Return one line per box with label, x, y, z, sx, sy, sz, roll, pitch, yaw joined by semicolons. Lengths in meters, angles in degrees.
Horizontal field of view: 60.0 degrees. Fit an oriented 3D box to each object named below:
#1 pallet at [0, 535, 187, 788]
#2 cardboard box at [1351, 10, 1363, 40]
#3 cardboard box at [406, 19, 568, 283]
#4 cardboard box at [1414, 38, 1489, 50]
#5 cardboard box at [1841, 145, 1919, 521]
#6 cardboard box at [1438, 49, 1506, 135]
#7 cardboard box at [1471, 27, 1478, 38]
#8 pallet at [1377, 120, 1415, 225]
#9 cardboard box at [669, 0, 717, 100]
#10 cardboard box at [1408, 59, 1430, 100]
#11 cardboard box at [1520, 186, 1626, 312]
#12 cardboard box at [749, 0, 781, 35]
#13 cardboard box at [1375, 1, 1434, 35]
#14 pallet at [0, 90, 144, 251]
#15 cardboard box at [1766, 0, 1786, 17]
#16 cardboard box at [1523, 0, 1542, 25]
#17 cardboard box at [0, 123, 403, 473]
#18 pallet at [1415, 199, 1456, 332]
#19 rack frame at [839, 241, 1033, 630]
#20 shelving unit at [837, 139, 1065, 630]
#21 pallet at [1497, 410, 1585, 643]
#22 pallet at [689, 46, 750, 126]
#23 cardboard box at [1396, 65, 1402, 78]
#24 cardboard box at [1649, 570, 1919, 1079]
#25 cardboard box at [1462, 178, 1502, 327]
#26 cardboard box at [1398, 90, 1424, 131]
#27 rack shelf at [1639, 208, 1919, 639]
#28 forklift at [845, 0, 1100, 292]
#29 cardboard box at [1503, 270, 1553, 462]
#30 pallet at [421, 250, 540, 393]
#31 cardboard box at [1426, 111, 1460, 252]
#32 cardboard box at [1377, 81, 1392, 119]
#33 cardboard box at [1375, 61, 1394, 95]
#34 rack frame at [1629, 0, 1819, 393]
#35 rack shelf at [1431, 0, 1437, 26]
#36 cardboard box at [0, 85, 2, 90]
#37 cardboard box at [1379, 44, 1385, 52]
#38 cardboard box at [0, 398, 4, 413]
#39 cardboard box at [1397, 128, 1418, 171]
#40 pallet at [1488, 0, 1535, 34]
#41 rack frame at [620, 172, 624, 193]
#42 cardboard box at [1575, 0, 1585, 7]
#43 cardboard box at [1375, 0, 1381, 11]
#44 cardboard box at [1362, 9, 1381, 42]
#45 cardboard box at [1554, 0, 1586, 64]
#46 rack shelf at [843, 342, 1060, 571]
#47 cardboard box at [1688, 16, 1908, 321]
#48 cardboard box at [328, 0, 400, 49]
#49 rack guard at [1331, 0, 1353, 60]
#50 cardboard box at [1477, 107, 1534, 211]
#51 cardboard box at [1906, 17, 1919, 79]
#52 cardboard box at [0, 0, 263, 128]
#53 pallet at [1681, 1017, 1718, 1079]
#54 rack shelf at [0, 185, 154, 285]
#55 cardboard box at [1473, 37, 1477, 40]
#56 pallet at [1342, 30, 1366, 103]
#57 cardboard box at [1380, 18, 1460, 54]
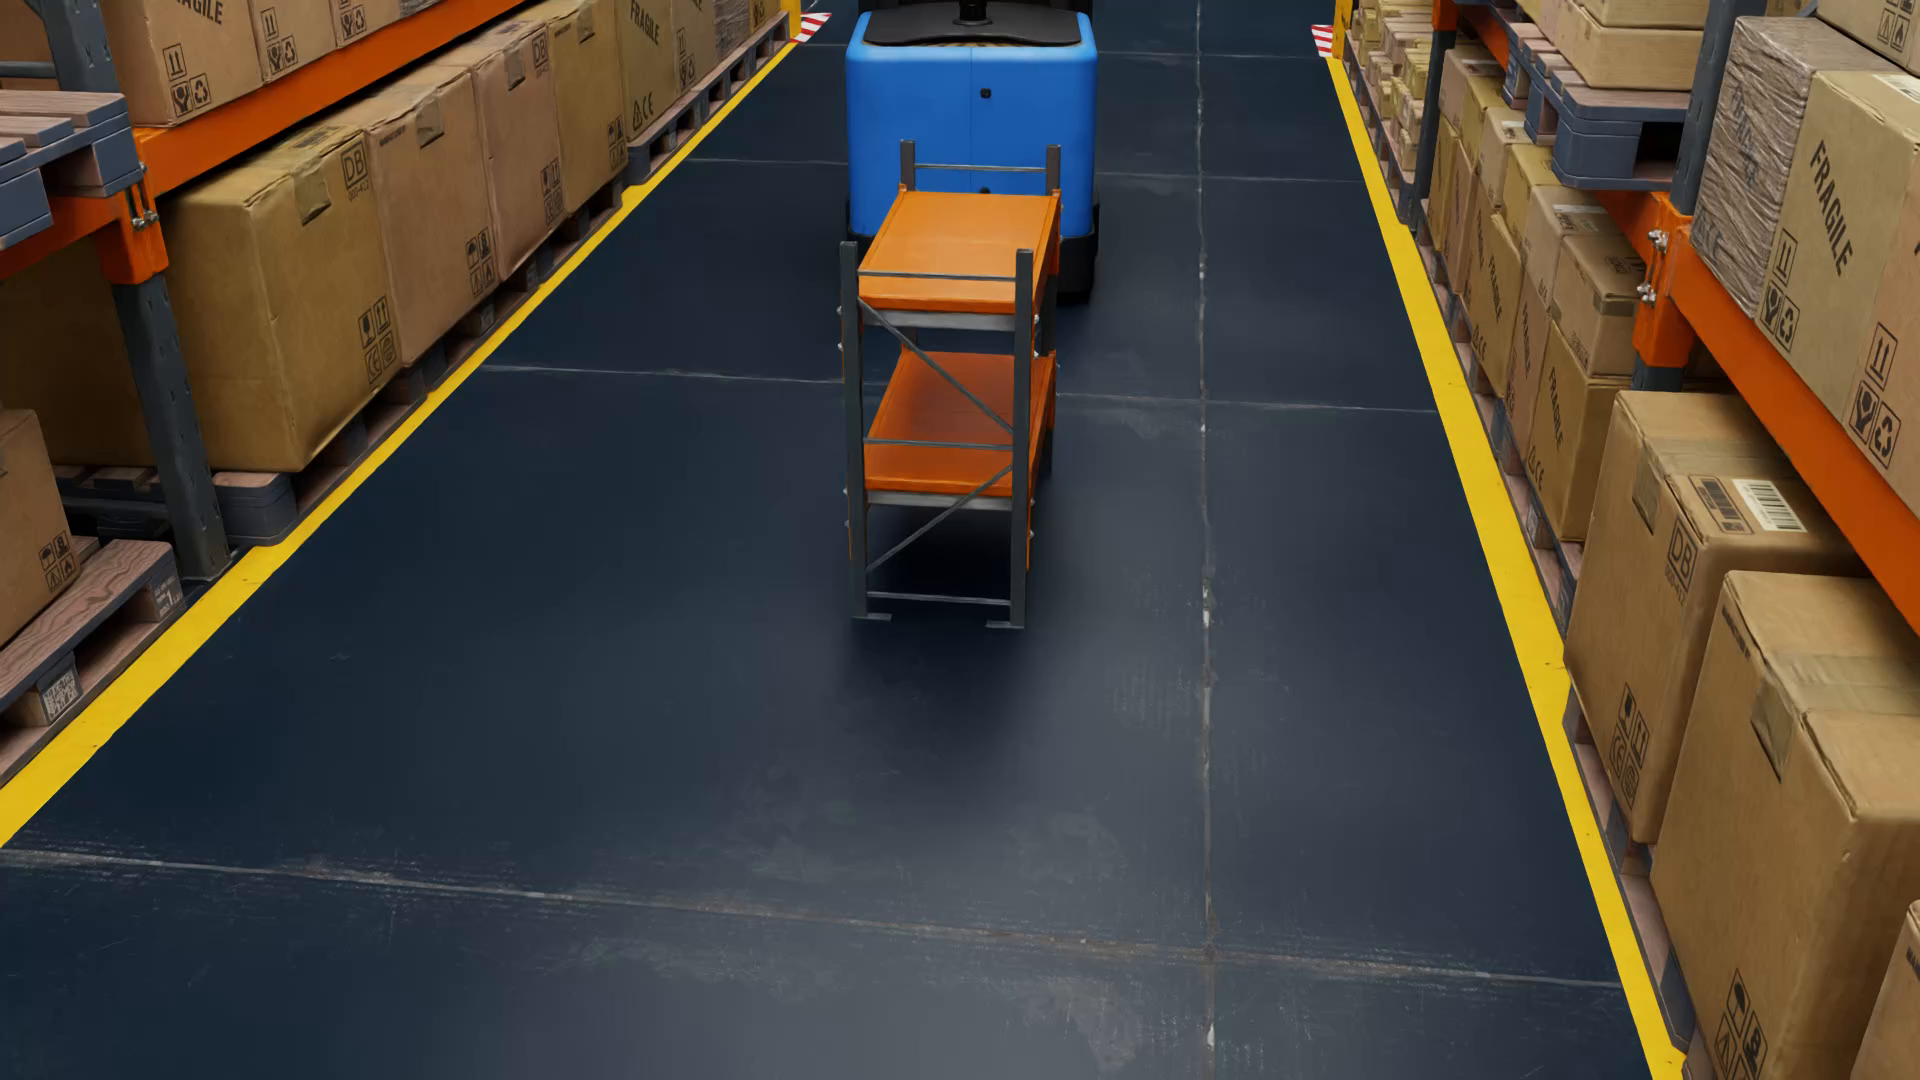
pallet;-2.831;0.352;4.374;1.003;0.211;1.213;3;28;6
cardboard box;2.774;-3.375;10.915;0.380;0.149;0.250;4;29;7
cardboard box;-2.411;-1.653;6.952;1.225;0.875;0.875;2;28;4
cardboard box;2.576;-2.522;8.705;0.380;0.149;0.250;4;29;8
cardboard box;1.731;-0.279;2.500;0.500;0.500;0.500;3;28;6
cardboard box;2.313;-1.872;6.965;0.500;0.250;0.500;2;28;4
cardboard box;3.135;-2.991;9.576;0.380;0.149;0.250;2;28;4
pallet;2.713;-1.881;8.519;1.003;0.211;1.213;3;28;6
cardboard box;-1.974;-3.105;9.649;0.875;0.875;0.875;3;28;6
cardboard box;2.443;-2.287;8.269;0.380;0.149;0.250;4;29;7
cardboard box;2.051;-0.898;5.156;0.500;0.250;0.500;4;29;7
cardboard box;-1.753;-3.953;11.222;0.875;0.875;0.875;3;28;6
cardboard box;2.613;-3.017;9.624;0.380;0.149;0.250;4;29;7
pallet;-2.716;-0.817;3.807;1.213;0.211;1.003;3;28;6
cardboard box;2.528;-1.561;4.807;0.380;0.149;0.250;5;29;9
cardboard box;1.878;-1.596;4.871;0.380;0.149;0.250;3;28;6
cardboard box;-2.629;-0.816;5.400;1.225;0.875;0.875;2;28;4
pallet;2.572;-1.196;7.248;1.003;0.211;1.213;3;28;6
rack frame;-0.061;-0.259;4.545;0.500;1.125;0.032;3;28;6
shelving unit;0.001;-0.498;4.989;0.538;1.125;1.048;3;28;6
pallet;2.273;-0.048;5.116;1.003;0.211;1.213;3;28;6
pallet;-1.926;-2.828;10.277;1.003;0.211;1.213;3;28;6
cardboard box;2.565;-2.507;8.990;0.380;0.149;0.250;4;29;7
cardboard box;1.908;0.591;2.919;1.050;0.750;0.750;4;29;7
cardboard box;2.198;-1.046;6.221;0.500;0.500;0.500;4;29;7
cardboard box;2.410;-2.146;8.320;0.380;0.149;0.250;2;28;4
rack shelf;1.931;0.351;2.195;1.077;0.370;4.000;3;28;6
forklift;0.077;-3.000;7.728;1.130;2.935;3.031;1;28;1
cardboard box;2.065;-0.561;5.322;0.500;0.500;0.500;4;29;8
pallet;-2.411;-0.955;6.800;1.003;0.211;1.213;3;28;6
cardboard box;2.312;-1.542;7.143;0.500;0.500;0.500;4;29;8
cardboard box;2.503;-2.412;9.127;0.380;0.149;0.250;3;28;6
cardboard box;2.598;-2.646;9.562;0.380;0.149;0.250;3;28;6
rack frame;2.176;-0.908;3.772;1.000;3.000;0.127;3;28;6
rack shelf;2.911;-3.415;9.185;1.077;0.370;4.000;3;28;6
cardboard box;-2.920;-1.534;4.829;0.500;0.500;0.500;4;29;8
cardboard box;2.723;-2.890;10.015;0.380;0.149;0.250;3;29;6
cardboard box;-2.787;-0.350;4.117;0.500;0.250;0.500;4;29;8
cardboard box;2.376;-1.925;8.223;0.380;0.149;0.250;4;29;7
pallet;2.378;-1.757;5.551;1.003;0.211;1.213;3;28;6
rack frame;-2.244;-3.126;7.890;1.000;3.000;0.127;3;28;6
cardboard box;1.816;-1.498;4.376;0.380;0.149;0.250;4;29;8
cardboard box;2.734;-3.269;10.090;0.380;0.149;0.250;2;28;4
cardboard box;2.666;-3.142;10.169;0.380;0.149;0.250;4;29;8
cardboard box;1.812;-1.358;4.429;0.380;0.149;0.250;3;28;6
rack shelf;0.001;-0.283;5.105;0.538;0.278;1.000;3;28;6
cardboard box;1.853;-0.756;3.385;0.500;0.500;0.500;4;29;7
cardboard box;-2.284;-1.985;5.666;0.500;0.500;0.500;3;28;5
rack guard;3.147;-3.537;11.288;1.175;0.500;0.348;3;28;6
cardboard box;2.184;-1.382;6.054;0.500;0.250;0.500;4;29;8
cardboard box;2.050;-0.943;2.678;0.700;0.500;0.500;3;28;5
cardboard box;-2.405;-1.500;4.767;0.500;0.500;0.500;4;29;8
pallet;1.853;1.259;2.690;1.003;0.211;1.213;3;28;6
rack shelf;-2.979;0.015;2.818;1.077;0.370;4.000;3;28;6
cardboard box;3.262;-2.980;9.868;0.380;0.149;0.250;4;29;7
pallet;3.012;-3.030;10.651;1.003;0.211;1.213;3;28;6
cardboard box;2.538;-2.783;9.189;0.380;0.149;0.250;2;28;4
